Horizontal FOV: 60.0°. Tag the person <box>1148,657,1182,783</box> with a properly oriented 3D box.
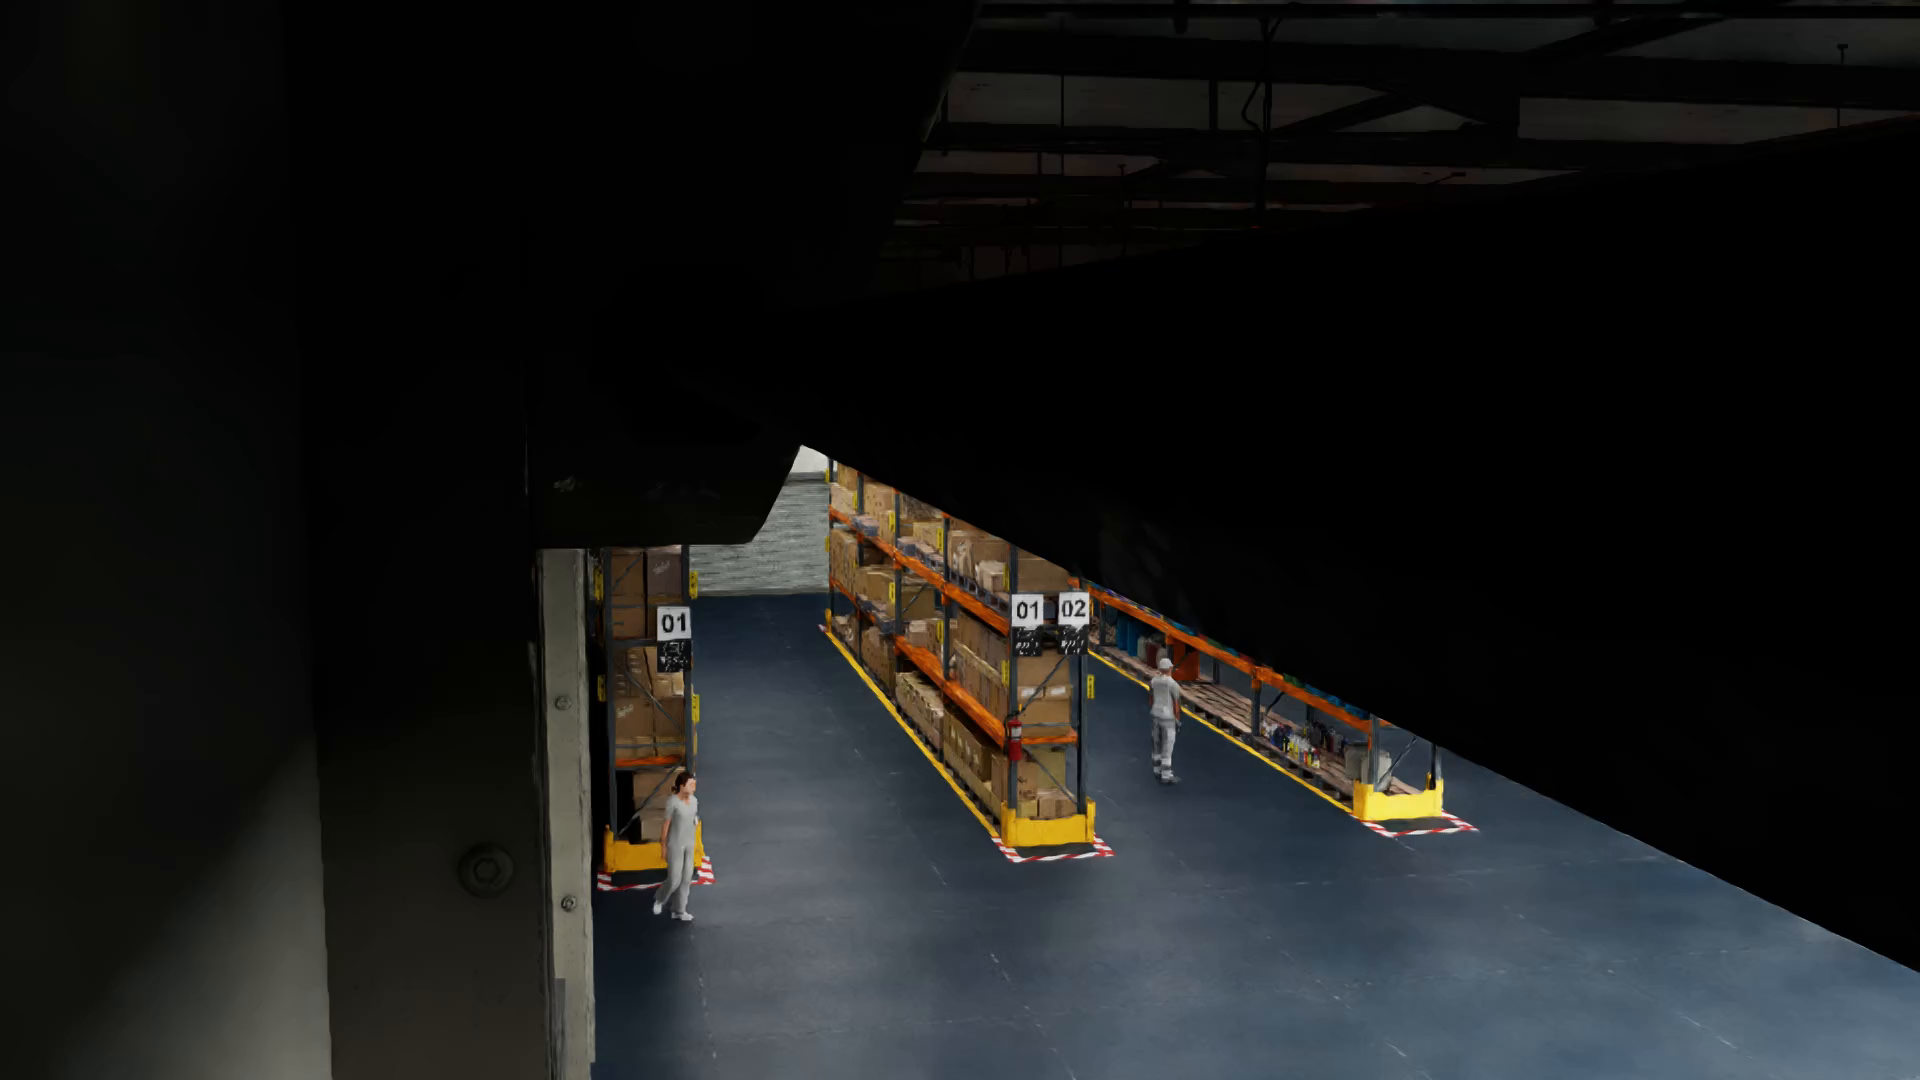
[{"bbox_3d":[2.989,2.578,24.056,0.451,1.783,0.605,-6,9,-41],"label":"person"}]

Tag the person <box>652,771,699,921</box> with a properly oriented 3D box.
[{"bbox_3d":[-3.128,3.347,18.269,0.517,1.664,0.513,6,9,40],"label":"person"}]
